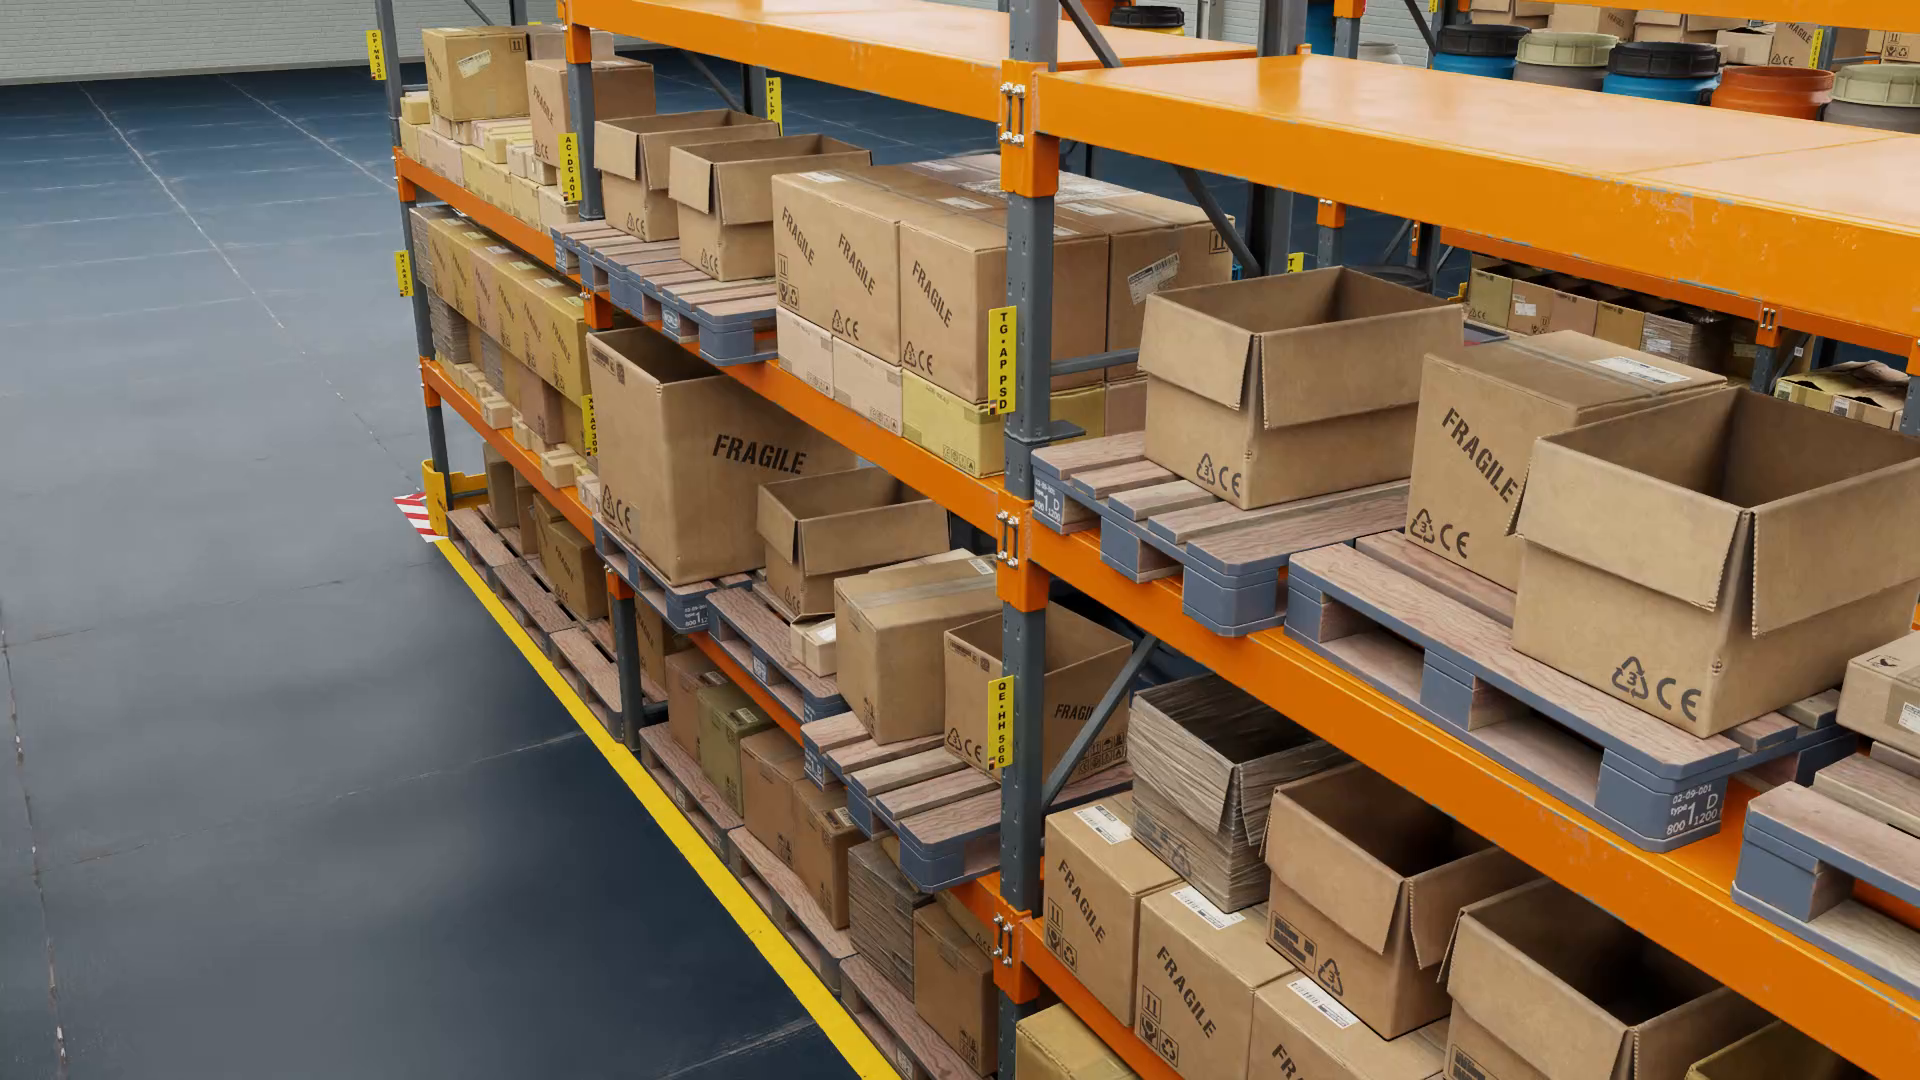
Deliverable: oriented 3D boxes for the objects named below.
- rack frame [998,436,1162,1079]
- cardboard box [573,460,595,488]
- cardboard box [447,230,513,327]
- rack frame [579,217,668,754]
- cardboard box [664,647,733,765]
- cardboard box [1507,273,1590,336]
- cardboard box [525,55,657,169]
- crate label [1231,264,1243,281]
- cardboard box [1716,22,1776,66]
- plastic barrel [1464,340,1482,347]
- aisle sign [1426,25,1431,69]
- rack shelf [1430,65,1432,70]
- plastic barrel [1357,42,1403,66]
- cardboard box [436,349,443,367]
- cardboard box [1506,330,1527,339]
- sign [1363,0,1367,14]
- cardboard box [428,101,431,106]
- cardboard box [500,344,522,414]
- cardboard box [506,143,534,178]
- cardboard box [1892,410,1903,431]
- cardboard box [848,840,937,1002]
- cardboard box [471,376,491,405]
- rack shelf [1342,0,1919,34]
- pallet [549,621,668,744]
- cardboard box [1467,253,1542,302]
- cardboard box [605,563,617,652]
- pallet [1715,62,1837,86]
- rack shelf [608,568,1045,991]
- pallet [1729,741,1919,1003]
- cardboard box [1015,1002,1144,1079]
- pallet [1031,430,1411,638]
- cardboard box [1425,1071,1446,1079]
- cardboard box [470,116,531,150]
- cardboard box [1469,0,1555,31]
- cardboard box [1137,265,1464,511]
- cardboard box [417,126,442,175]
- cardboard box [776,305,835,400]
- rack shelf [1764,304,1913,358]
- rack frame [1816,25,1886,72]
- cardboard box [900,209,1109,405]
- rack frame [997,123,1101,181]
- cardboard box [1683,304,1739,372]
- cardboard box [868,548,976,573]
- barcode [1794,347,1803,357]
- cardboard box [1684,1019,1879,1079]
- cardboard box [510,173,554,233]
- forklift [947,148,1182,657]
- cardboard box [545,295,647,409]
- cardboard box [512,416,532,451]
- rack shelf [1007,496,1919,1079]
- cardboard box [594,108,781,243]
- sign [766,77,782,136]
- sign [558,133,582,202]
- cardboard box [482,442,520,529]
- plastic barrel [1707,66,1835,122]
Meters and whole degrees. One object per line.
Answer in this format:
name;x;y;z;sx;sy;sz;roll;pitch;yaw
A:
rack frame;0.597;0.990;5.892;1.000;3.000;0.127;-13;25;-28
cardboard box;-2.004;-0.377;9.588;0.380;0.149;0.250;-13;25;-28
cardboard box;-2.937;-1.692;10.634;0.500;0.500;0.500;-13;25;-28
rack frame;-1.446;-0.305;9.077;1.000;3.000;0.127;-13;25;-28
cardboard box;-1.151;0.852;8.966;0.700;0.500;0.500;-15;26;-32
cardboard box;5.635;-2.235;15.923;0.500;0.500;0.500;-13;25;-28
cardboard box;-1.895;-2.207;8.581;0.500;0.500;0.500;-13;26;-30
crate label;1.941;-2.025;13.262;0.502;0.435;0.616;-13;25;-28
cardboard box;6.766;-4.205;14.065;0.500;0.311;0.500;-14;26;-31
plastic barrel;3.112;-0.968;10.530;0.433;0.535;0.433;0;22;0
aisle sign;4.732;-4.670;16.366;0.394;0.787;0.004;-13;25;-28
rack shelf;6.050;-3.913;14.926;1.077;0.370;4.000;-13;25;-28
plastic barrel;2.761;-3.070;11.192;0.421;0.512;0.421;0;22;0
cardboard box;-3.549;-1.345;11.970;0.380;0.149;0.250;-13;25;-28
cardboard box;5.625;-1.885;16.059;0.500;0.250;0.500;-13;25;-28
sign;6.174;-8.243;25.529;0.001;0.298;0.199;-13;25;-28
cardboard box;-3.263;-2.810;10.927;0.380;0.149;0.250;-13;26;-29
cardboard box;-2.410;-1.127;10.573;0.875;0.500;0.500;-13;25;-28
cardboard box;-2.284;-2.112;9.210;0.380;0.149;0.250;-13;26;-30
cardboard box;7.586;-0.877;12.835;0.500;0.311;0.500;-14;26;-30
cardboard box;-0.057;1.554;7.239;0.700;0.500;0.500;-15;27;-33
cardboard box;-3.056;-1.017;11.164;0.380;0.149;0.250;-13;25;-28
rack shelf;3.834;-2.870;8.909;1.077;0.370;4.000;-13;25;-28
pallet;-1.820;0.777;10.120;1.003;0.211;1.213;-13;25;-28
cardboard box;5.559;-2.655;16.959;0.500;0.500;0.500;-13;25;-28
cardboard box;-1.915;0.338;10.259;0.500;0.500;0.500;-5;23;-11
pallet;6.614;-3.829;13.881;1.003;0.211;1.213;-13;25;-28
rack shelf;-0.424;0.676;7.620;1.077;0.370;4.000;-13;25;-28
pallet;2.130;0.697;2.884;0.805;0.209;1.217;-14;26;-30
cardboard box;0.932;2.007;5.653;1.225;0.875;0.875;-14;26;-31
pallet;0.972;-0.114;4.875;1.213;0.211;1.003;-11;25;-26
cardboard box;1.395;1.647;4.142;0.500;0.500;0.500;-13;25;-28
cardboard box;-2.745;-2.471;10.094;0.380;0.149;0.250;-13;25;-29
cardboard box;5.319;-5.014;15.798;0.797;0.503;0.637;-11;24;-25
cardboard box;0.971;-0.458;4.777;0.797;0.503;0.637;-11;25;-25
cardboard box;-3.197;-2.548;10.812;0.500;0.250;0.500;-13;26;-29
cardboard box;-0.376;-0.758;6.408;0.500;0.250;0.500;-12;25;-27
rack shelf;8.094;-1.228;12.305;1.077;0.370;4.000;-13;25;-28
rack frame;7.072;-4.988;12.632;1.000;3.000;0.127;-13;25;-28
cardboard box;0.138;-0.784;5.475;0.500;0.500;0.500;-12;25;-27
rack frame;0.769;-2.552;14.607;1.000;3.000;0.127;-13;25;-28
cardboard box;6.842;-1.848;14.972;0.500;0.500;0.500;-13;25;-28
cardboard box;-0.061;0.278;7.284;0.500;0.250;0.500;-13;26;-30
barcode;6.845;-1.537;13.569;0.001;0.075;0.075;-13;25;-28
cardboard box;1.966;1.344;3.555;0.797;0.503;0.637;-12;25;-28
cardboard box;-2.161;-1.893;9.201;0.500;0.250;0.500;-12;25;-27
forklift;0.456;-0.941;10.733;1.130;2.935;3.031;-9;24;-21
cardboard box;-1.913;-1.045;9.042;0.500;0.500;0.500;-13;25;-28
cardboard box;-2.562;-0.690;10.358;0.380;0.149;0.250;-13;25;-28
rack shelf;1.619;0.581;3.869;1.077;0.370;4.000;-13;25;-28
cardboard box;-1.291;-1.765;7.993;0.797;0.503;0.637;-14;26;-31
sign;-0.971;-2.224;8.606;0.100;0.325;0.005;-13;25;-28
sign;-1.909;-1.827;8.152;0.100;0.325;0.005;-13;25;-28
cardboard box;-3.185;-0.431;12.149;0.500;0.500;0.500;-8;23;-18
plastic barrel;4.288;-2.070;8.867;0.600;0.830;0.708;-13;25;-28
